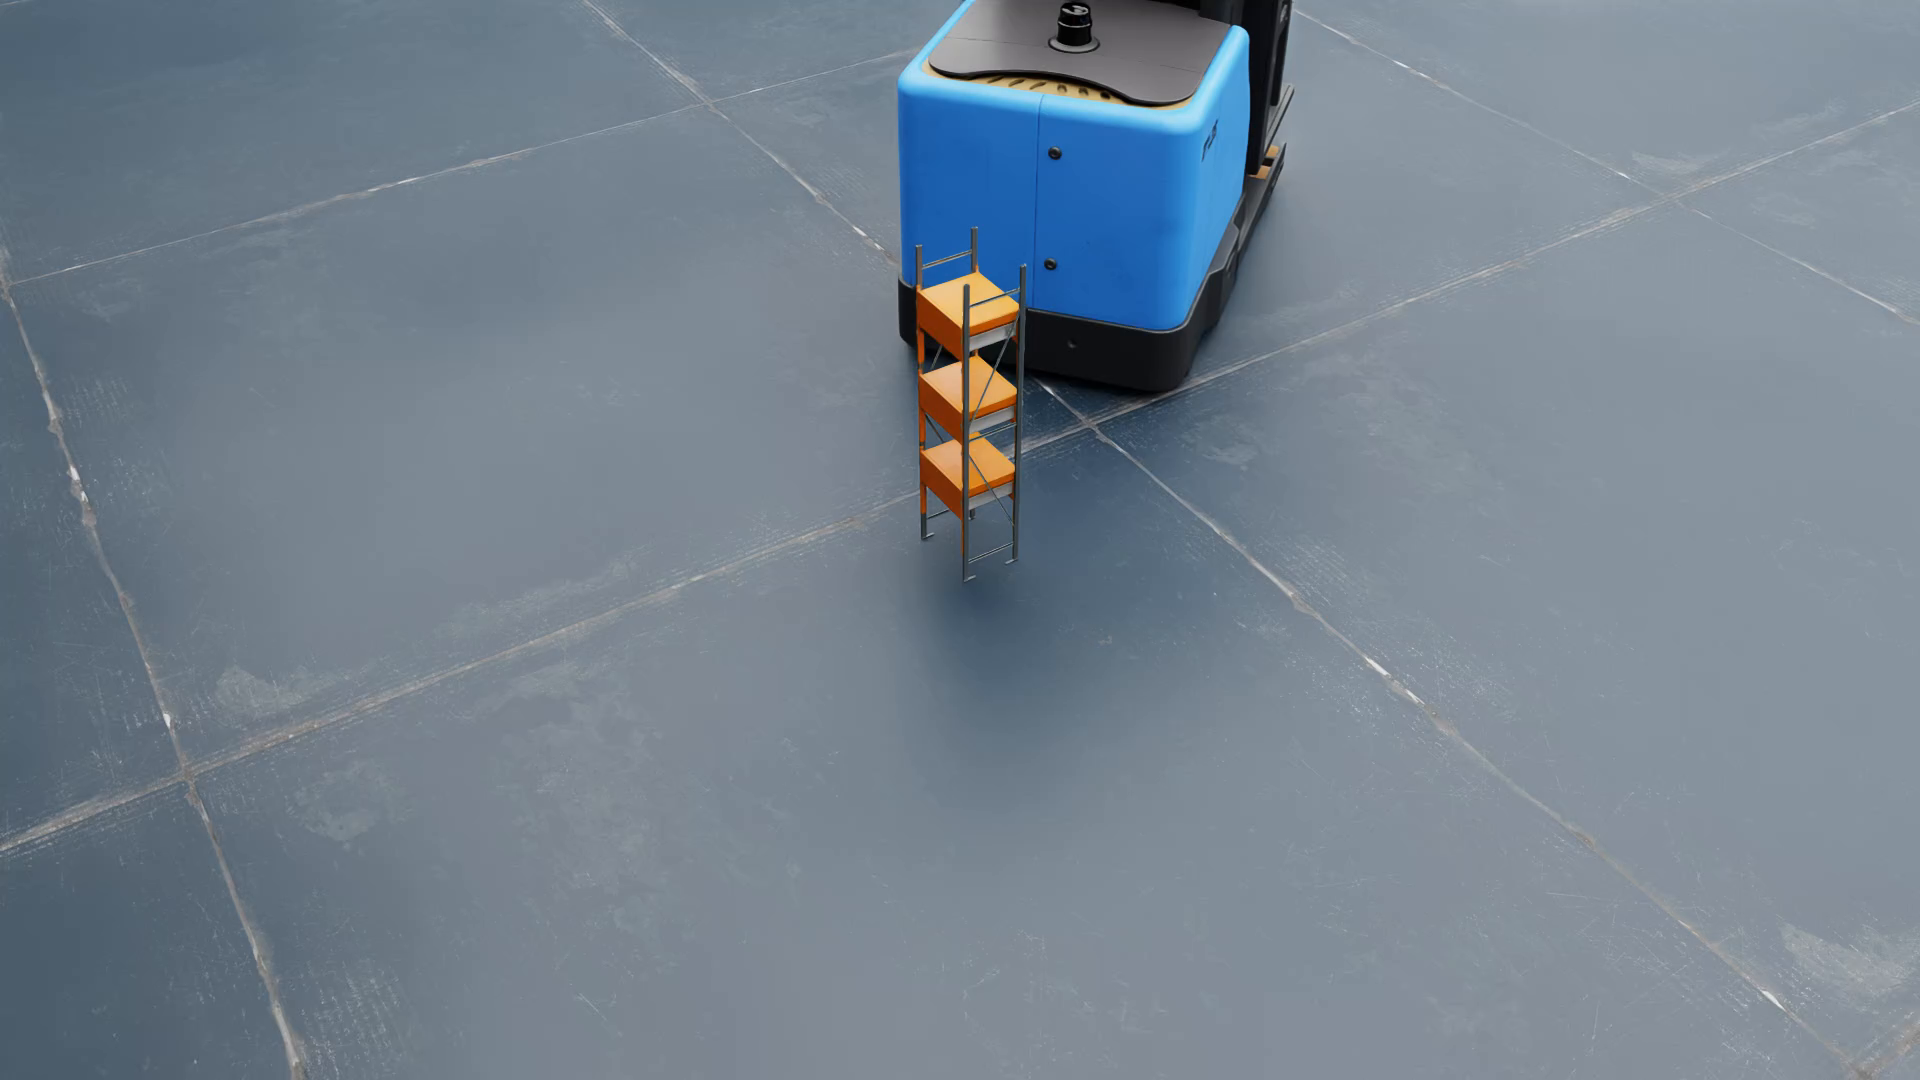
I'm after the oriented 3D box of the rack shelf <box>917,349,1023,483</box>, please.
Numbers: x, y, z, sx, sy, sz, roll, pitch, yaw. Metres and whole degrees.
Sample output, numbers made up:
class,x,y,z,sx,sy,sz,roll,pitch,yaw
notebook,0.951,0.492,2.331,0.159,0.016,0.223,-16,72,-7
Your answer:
class,x,y,z,sx,sy,sz,roll,pitch,yaw
rack shelf,0.029,-0.366,4.886,0.215,0.259,0.240,-22,45,-24

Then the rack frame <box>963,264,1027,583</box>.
class,x,y,z,sx,sy,sz,roll,pitch,yaw
rack frame,0.094,-0.309,4.800,0.200,1.050,0.008,-22,45,-24

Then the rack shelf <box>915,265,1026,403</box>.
class,x,y,z,sx,sy,sz,roll,pitch,yaw
rack shelf,0.029,-0.584,4.704,0.215,0.259,0.240,-22,45,-24

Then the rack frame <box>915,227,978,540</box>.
class,x,y,z,sx,sy,sz,roll,pitch,yaw
rack frame,-0.037,-0.440,4.958,0.200,1.050,0.008,-22,45,-24

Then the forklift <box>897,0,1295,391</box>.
class,x,y,z,sx,sy,sz,roll,pitch,yaw
forklift,0.741,-2.591,6.070,1.130,2.935,3.031,12,41,15

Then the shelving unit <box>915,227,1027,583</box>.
class,x,y,z,sx,sy,sz,roll,pitch,yaw
shelving unit,0.029,-0.374,4.879,0.215,1.050,0.252,-22,45,-24

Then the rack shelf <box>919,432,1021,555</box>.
class,x,y,z,sx,sy,sz,roll,pitch,yaw
rack shelf,0.029,-0.153,5.064,0.215,0.259,0.240,-22,45,-24
